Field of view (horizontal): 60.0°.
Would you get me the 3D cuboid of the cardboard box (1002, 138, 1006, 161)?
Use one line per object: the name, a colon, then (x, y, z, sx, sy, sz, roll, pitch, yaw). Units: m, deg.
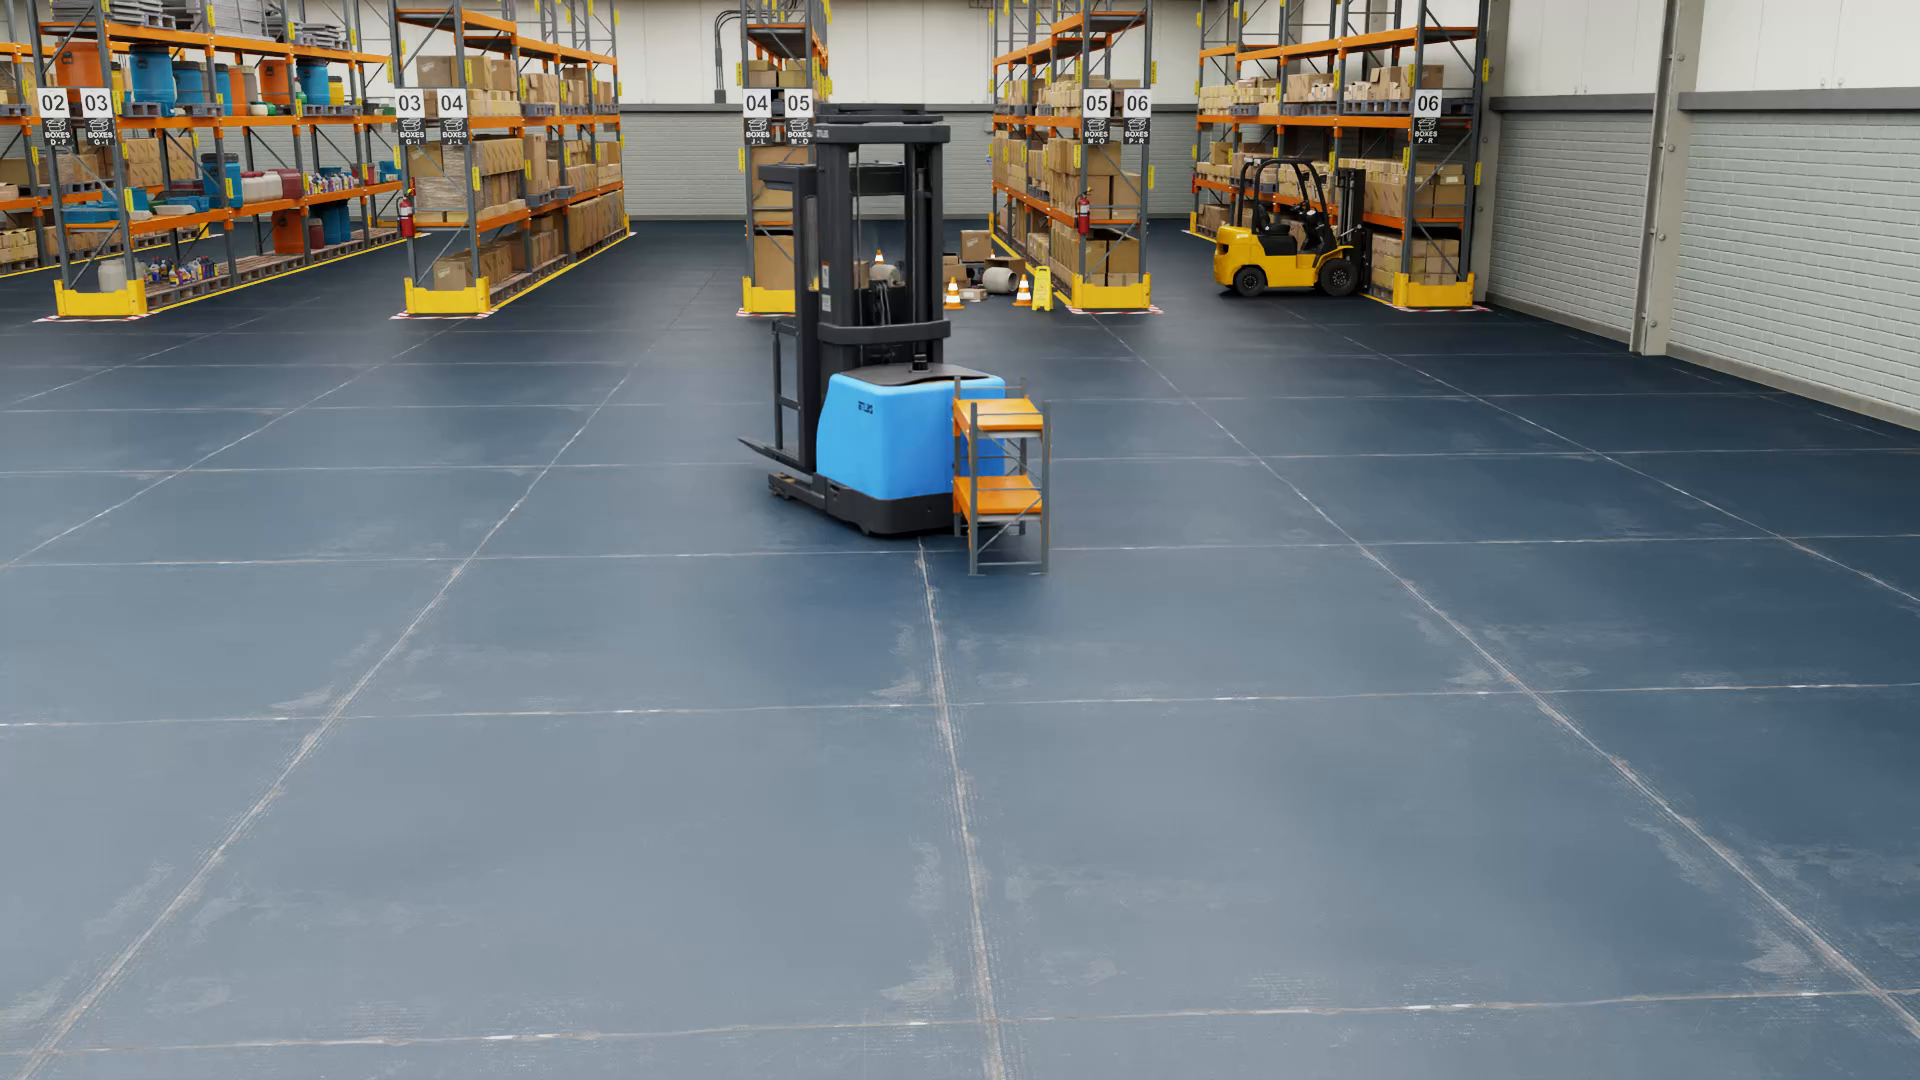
cardboard box: (1.226, -8.742, 37.274, 0.500, 0.500, 0.500, -1, 14, -4)

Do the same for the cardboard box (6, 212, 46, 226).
cardboard box: (-18.277, -6.278, 32.537, 0.500, 0.250, 0.500, 0, 14, -1)

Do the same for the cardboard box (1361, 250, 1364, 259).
cardboard box: (6.809, -4.670, 27.330, 0.500, 0.250, 0.500, -1, 14, -4)

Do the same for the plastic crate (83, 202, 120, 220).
plastic crate: (-12.901, -4.965, 25.103, 0.499, 0.251, 0.408, -1, 14, -3)

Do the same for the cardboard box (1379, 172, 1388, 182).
cardboard box: (6.882, -5.763, 26.404, 0.380, 0.149, 0.250, -1, 14, -5)

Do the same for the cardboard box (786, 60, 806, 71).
cardboard box: (-2.340, -6.941, 24.322, 0.380, 0.149, 0.250, -1, 14, -3)

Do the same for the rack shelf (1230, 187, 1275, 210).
rack shelf: (6.632, -7.201, 34.939, 1.077, 0.370, 4.000, -1, 14, -3)

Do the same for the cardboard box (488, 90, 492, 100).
cardboard box: (-7.517, -6.928, 25.913, 0.380, 0.149, 0.250, -1, 14, -5)

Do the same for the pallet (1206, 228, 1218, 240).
pallet: (6.388, -7.171, 38.976, 1.003, 0.211, 1.213, -1, 14, -3)

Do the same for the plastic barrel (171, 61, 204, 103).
plastic barrel: (-13.033, -7.569, 27.899, 0.600, 0.901, 0.708, -1, 14, -3)

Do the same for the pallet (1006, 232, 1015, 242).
pallet: (1.585, -6.809, 37.568, 1.003, 0.211, 1.213, -1, 14, -3)

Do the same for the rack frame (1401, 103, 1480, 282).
rack frame: (7.251, -5.063, 25.183, 1.000, 3.000, 0.127, -1, 14, -3)

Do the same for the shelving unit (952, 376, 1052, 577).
shelving unit: (0.262, -0.443, 10.992, 0.538, 1.125, 1.048, -1, 15, -6)

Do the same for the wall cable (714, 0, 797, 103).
wall cable: (-5.495, -14.734, 44.277, 2.277, 5.999, 0.120, -1, 14, -3)

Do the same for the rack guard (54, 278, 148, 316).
rack guard: (-12.589, -3.563, 24.372, 1.175, 0.500, 0.348, -1, 14, -3)

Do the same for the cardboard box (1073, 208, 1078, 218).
cardboard box: (1.934, -5.014, 25.500, 0.380, 0.149, 0.250, -1, 14, -4)

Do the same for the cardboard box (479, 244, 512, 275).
cardboard box: (-7.856, -4.720, 28.024, 0.500, 0.500, 0.500, -1, 14, -5)

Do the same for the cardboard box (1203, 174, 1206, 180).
cardboard box: (6.069, -8.772, 40.103, 0.380, 0.149, 0.250, -1, 14, -2)

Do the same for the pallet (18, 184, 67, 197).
pallet: (-18.089, -6.744, 32.104, 1.213, 0.211, 1.003, -1, 14, -3)

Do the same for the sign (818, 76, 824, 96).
sign: (-2.331, -7.629, 27.940, 0.100, 0.325, 0.005, -1, 14, -3)

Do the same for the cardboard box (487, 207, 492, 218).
cardboard box: (-7.415, -5.034, 25.576, 0.380, 0.149, 0.250, -1, 14, -3)

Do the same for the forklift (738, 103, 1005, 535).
forklift: (-0.829, -1.774, 12.540, 1.130, 2.935, 3.031, -8, 16, -28)

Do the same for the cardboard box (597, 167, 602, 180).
cardboard box: (-8.105, -8.009, 36.338, 0.500, 0.250, 0.500, -1, 14, -4)

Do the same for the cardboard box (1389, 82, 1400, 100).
cardboard box: (6.881, -6.967, 25.789, 0.396, 0.266, 0.258, -1, 14, -3)

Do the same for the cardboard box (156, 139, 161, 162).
cardboard box: (-18.070, -8.703, 37.126, 0.500, 0.500, 0.500, 0, 14, -2)

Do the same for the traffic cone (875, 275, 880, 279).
traffic cone: (-1.252, -3.809, 25.402, 0.336, 0.463, 0.334, -1, 14, -3)

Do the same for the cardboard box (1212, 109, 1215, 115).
cardboard box: (6.046, -9.907, 38.497, 0.380, 0.149, 0.250, -1, 14, -3)

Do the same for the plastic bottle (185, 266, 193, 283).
plastic bottle: (-12.378, -4.264, 26.670, 0.097, 0.271, 0.097, 0, 14, 0)

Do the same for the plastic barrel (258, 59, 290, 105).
plastic barrel: (-13.065, -8.751, 31.792, 0.600, 0.830, 0.708, -1, 14, -3)

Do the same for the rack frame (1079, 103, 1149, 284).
rack frame: (2.297, -4.985, 24.882, 1.000, 3.000, 0.127, -1, 14, -3)

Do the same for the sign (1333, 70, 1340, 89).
sign: (6.463, -7.902, 28.530, 0.100, 0.325, 0.005, -1, 14, -3)

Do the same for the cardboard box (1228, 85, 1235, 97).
cardboard box: (6.236, -9.935, 36.801, 0.500, 0.250, 0.500, -1, 14, -3)

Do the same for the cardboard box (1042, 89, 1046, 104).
cardboard box: (1.925, -8.099, 30.755, 0.797, 0.503, 0.637, -1, 14, -3)

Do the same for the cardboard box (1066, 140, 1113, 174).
cardboard box: (2.024, -5.912, 25.678, 0.700, 0.500, 0.500, -1, 14, -3)

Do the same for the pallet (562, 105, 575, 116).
pallet: (-8.182, -8.342, 32.289, 1.213, 0.211, 1.003, 0, 14, -1)

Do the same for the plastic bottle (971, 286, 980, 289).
plastic bottle: (0.258, -4.207, 27.755, 0.133, 0.061, 0.283, 2, 15, 6)

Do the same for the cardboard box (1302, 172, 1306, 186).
cardboard box: (6.641, -6.726, 30.946, 0.500, 0.250, 0.500, -1, 14, -3)

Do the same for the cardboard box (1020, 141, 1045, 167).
cardboard box: (1.469, -7.759, 33.457, 0.500, 0.500, 0.500, -1, 14, -2)

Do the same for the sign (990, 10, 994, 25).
sign: (0.752, -12.392, 39.437, 0.100, 0.325, 0.005, -1, 14, -3)

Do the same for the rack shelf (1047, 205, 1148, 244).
rack shelf: (2.174, -5.134, 26.905, 1.077, 0.370, 4.000, -1, 14, -3)

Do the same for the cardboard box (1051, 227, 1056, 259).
cardboard box: (1.817, -5.064, 28.359, 0.500, 0.500, 0.500, 0, 14, -1)

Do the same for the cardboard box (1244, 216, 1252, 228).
cardboard box: (6.383, -6.660, 35.564, 0.500, 0.500, 0.500, -1, 14, -5)

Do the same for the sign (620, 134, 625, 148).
sign: (-8.042, -9.492, 39.598, 0.100, 0.325, 0.005, -1, 14, -3)

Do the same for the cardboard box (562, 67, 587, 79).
cardboard box: (-8.389, -10.167, 36.251, 0.500, 0.250, 0.500, -2, 15, -7)

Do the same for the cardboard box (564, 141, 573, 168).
cardboard box: (-8.156, -7.700, 33.220, 0.797, 0.503, 0.637, -1, 14, -2)

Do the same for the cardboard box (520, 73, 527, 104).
cardboard box: (-7.772, -7.651, 28.175, 0.797, 0.503, 0.637, -2, 15, -6)

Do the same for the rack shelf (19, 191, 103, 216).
rack shelf: (-18.101, -6.819, 33.452, 1.077, 0.370, 4.000, -1, 14, -3)

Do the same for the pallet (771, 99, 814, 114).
pallet: (-2.693, -6.478, 24.841, 1.003, 0.211, 1.213, -1, 14, -3)

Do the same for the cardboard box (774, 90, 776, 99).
cardboard box: (-3.121, -7.049, 26.343, 0.380, 0.149, 0.250, -1, 14, -3)

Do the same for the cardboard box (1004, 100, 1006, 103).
cardboard box: (1.179, -9.772, 36.927, 0.380, 0.149, 0.250, -1, 14, -2)

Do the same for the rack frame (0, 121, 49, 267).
rack frame: (-17.977, -6.670, 31.429, 1.000, 3.000, 0.127, -1, 14, -3)

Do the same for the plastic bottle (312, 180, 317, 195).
plastic bottle: (-12.728, -6.950, 32.755, 0.061, 0.283, 0.133, -1, 14, -3)
